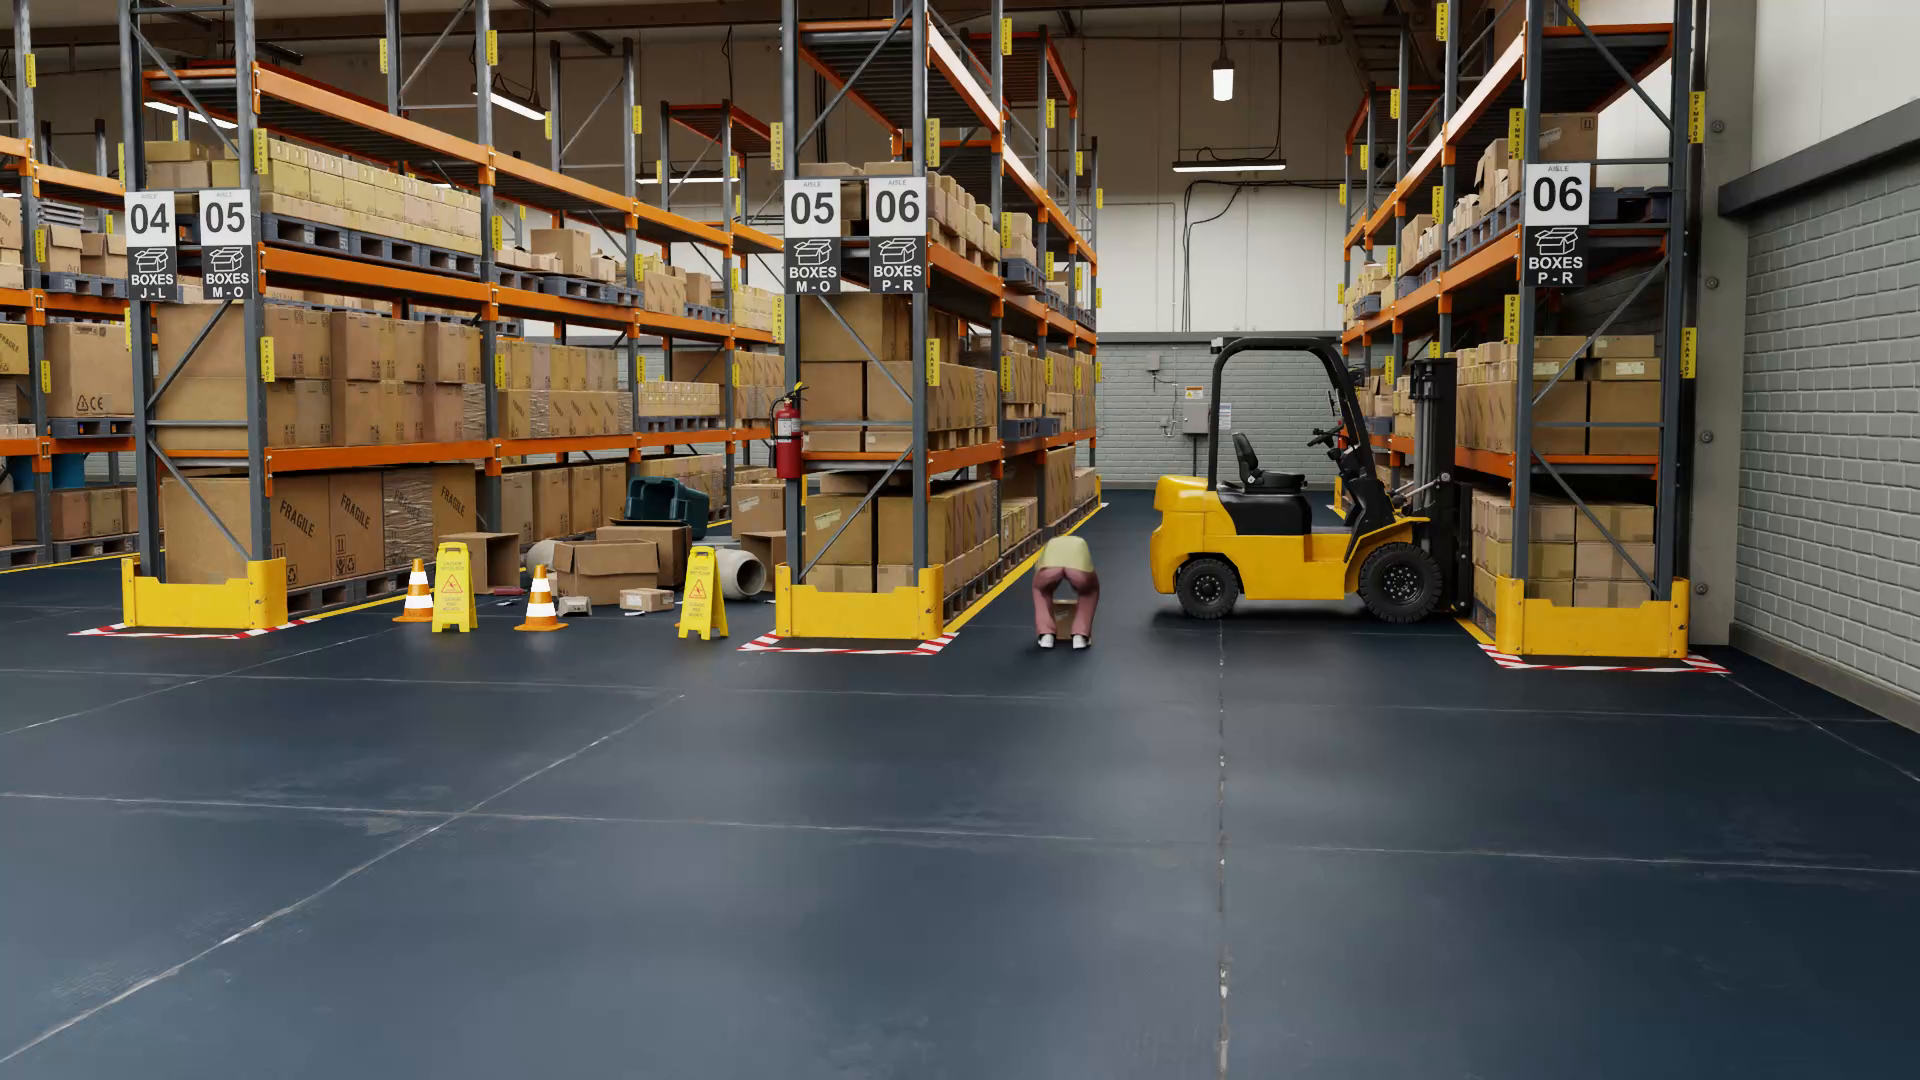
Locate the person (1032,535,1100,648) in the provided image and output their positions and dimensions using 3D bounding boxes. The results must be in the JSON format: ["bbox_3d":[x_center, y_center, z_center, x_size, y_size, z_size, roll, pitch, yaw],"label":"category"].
[{"bbox_3d":[0.725,0.360,11.437,0.468,0.760,0.864,1,5,7],"label":"person"}]
